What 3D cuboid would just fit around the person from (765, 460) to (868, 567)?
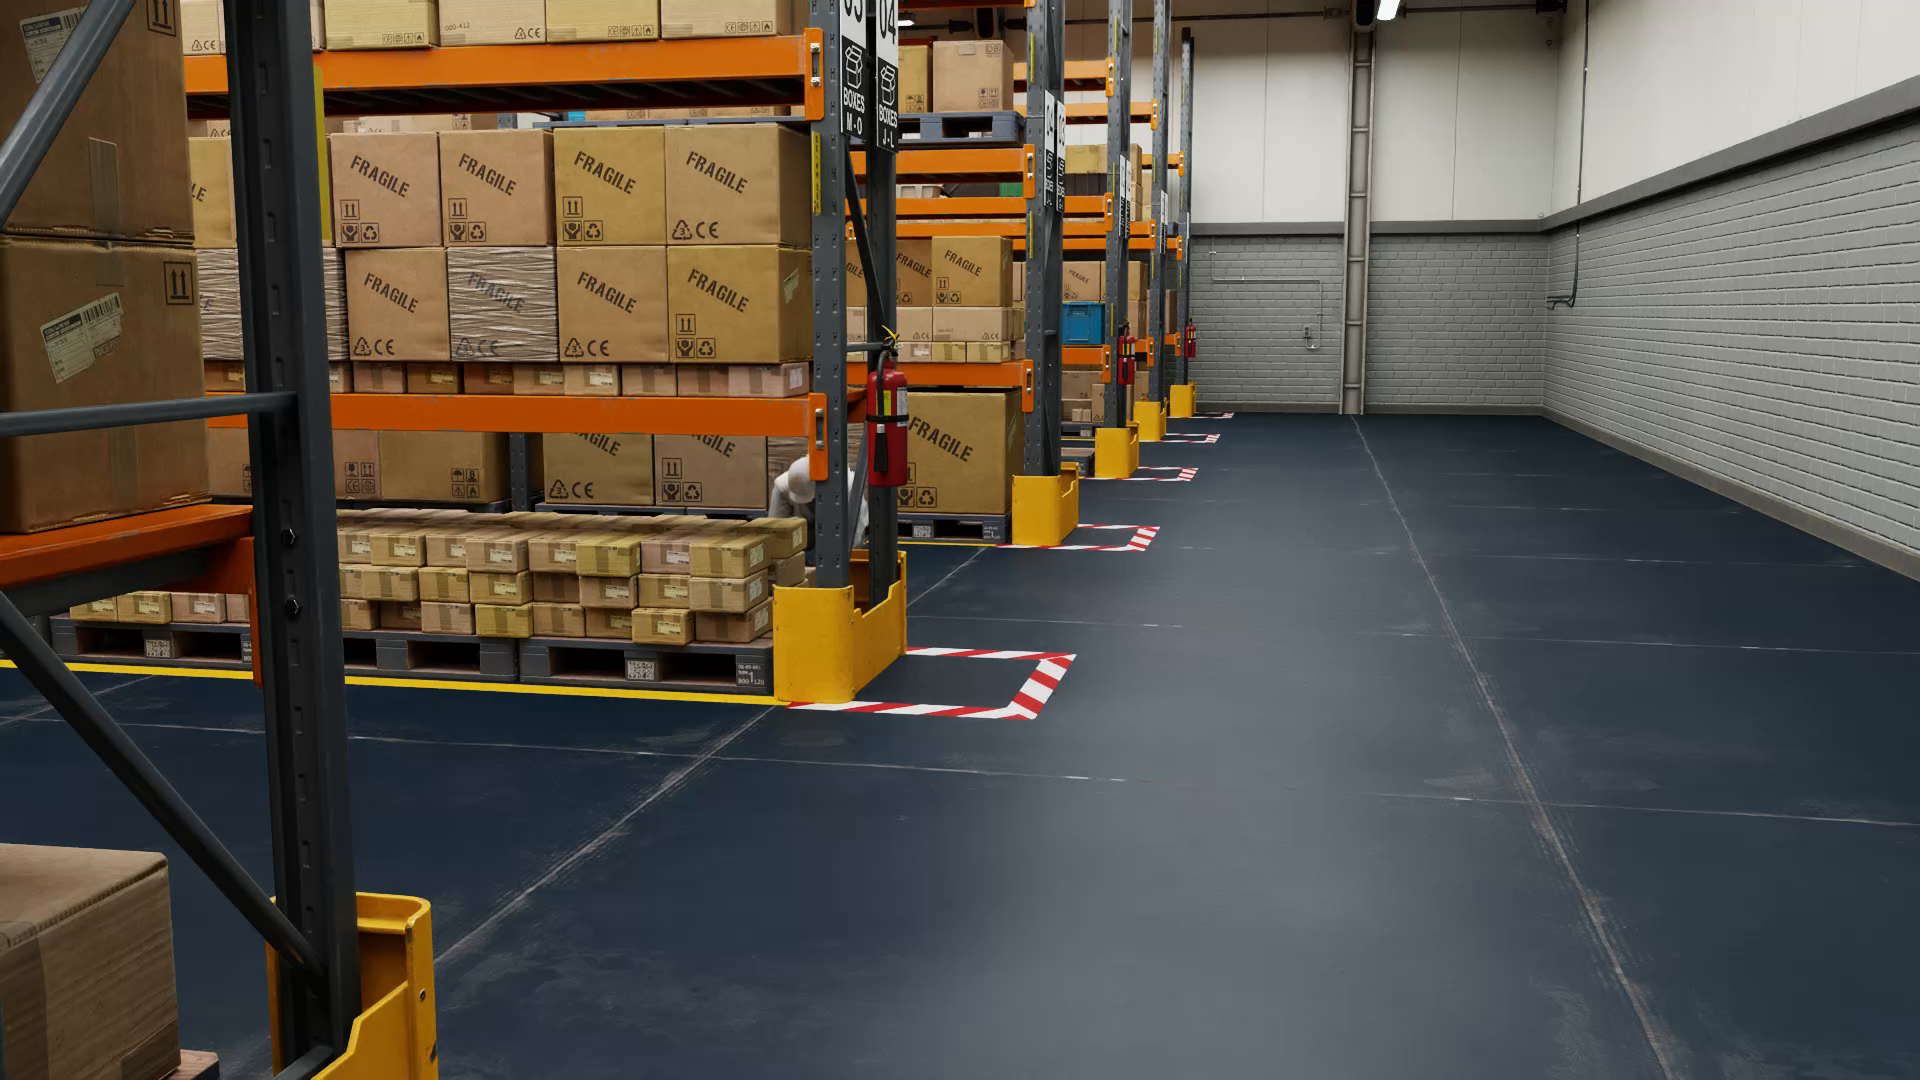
[{"bbox_3d":[-0.813,-0.031,9.567,0.535,0.840,1.012,2,8,14],"label":"person"}]
